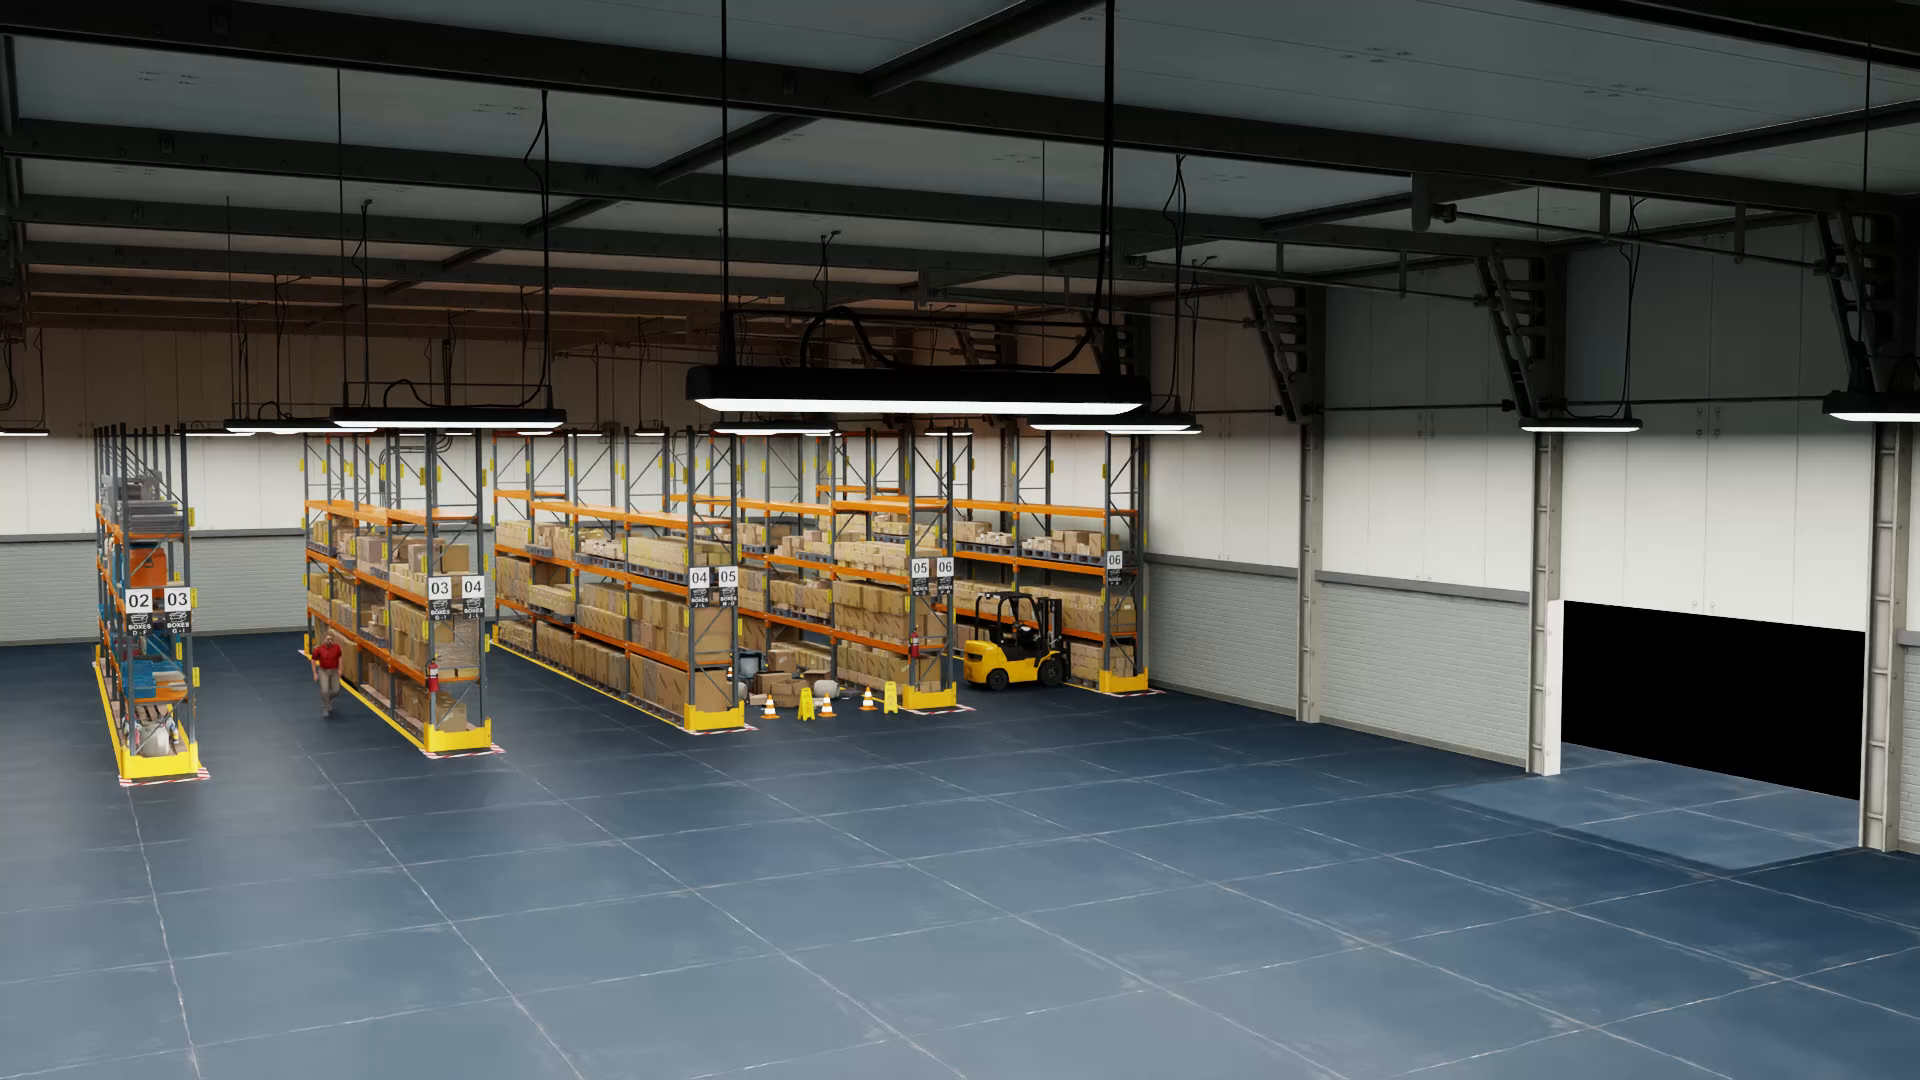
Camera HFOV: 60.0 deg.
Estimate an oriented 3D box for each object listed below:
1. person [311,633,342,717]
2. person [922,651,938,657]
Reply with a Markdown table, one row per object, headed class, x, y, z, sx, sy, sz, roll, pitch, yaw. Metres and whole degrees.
| class | x | y | z | sx | sy | sz | roll | pitch | yaw |
| --- | --- | --- | --- | --- | --- | --- | --- | --- | --- |
| person | -13.193 | 2.784 | 34.623 | 0.626 | 1.711 | 0.660 | -3 | 4 | -39 |
| person | -0.728 | 2.527 | 40.096 | 0.577 | 1.553 | 0.721 | -2 | 4 | -28 |
